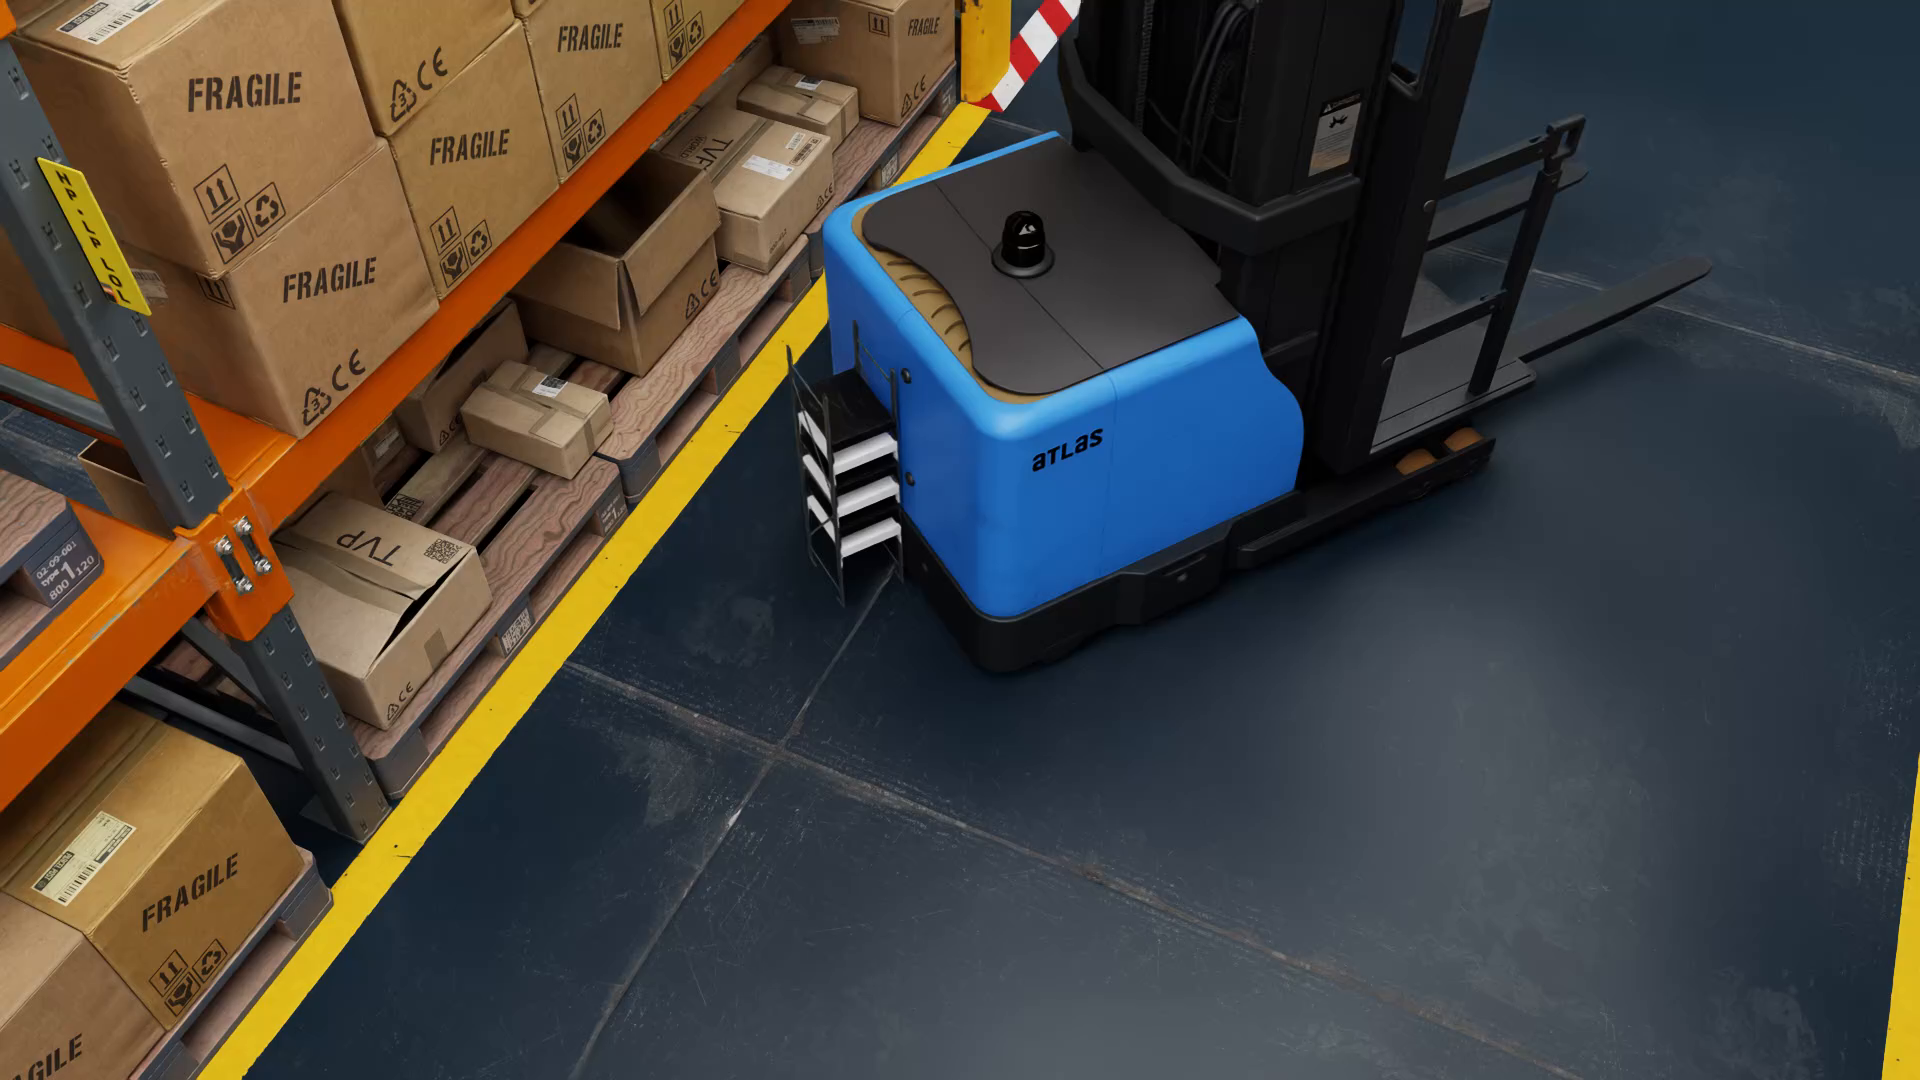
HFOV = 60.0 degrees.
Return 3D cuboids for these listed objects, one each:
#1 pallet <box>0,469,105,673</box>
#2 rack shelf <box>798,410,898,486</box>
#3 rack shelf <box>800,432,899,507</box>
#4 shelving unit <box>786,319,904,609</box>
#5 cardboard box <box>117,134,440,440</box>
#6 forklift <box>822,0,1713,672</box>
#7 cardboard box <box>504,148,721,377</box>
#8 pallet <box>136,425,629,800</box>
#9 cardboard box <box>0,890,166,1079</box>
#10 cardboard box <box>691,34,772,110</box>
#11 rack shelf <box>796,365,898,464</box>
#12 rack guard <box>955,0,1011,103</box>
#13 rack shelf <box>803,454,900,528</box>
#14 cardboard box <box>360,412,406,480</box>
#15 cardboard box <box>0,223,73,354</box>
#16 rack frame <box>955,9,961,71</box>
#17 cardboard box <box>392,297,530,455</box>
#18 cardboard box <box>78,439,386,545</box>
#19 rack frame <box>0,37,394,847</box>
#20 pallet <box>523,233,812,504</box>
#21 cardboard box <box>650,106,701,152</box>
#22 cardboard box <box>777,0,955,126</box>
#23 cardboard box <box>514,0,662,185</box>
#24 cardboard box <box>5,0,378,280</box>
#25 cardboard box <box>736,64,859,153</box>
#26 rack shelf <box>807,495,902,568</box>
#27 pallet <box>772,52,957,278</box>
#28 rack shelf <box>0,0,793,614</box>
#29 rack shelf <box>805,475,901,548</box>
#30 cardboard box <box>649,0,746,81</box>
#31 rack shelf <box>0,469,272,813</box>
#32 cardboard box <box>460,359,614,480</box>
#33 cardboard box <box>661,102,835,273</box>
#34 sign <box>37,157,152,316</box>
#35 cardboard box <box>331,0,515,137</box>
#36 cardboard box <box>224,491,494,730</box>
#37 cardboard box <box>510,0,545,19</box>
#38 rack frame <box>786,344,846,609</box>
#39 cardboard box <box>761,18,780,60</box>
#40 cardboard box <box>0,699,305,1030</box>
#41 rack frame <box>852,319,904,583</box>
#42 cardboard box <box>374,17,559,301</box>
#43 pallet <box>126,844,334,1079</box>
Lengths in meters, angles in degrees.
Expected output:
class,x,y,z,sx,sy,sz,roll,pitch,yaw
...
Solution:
class,x,y,z,sx,sy,sz,roll,pitch,yaw
pallet,-2.490,0.236,3.206,1.003,0.211,1.213,20,52,16
rack shelf,-0.323,-0.295,4.717,0.200,0.077,0.258,-24,54,-19
rack shelf,-0.323,-0.236,4.786,0.200,0.077,0.258,-24,54,-19
shelving unit,-0.323,-0.200,4.829,0.210,0.900,0.258,-24,54,-19
cardboard box,-1.586,-0.636,3.756,0.500,0.500,0.500,21,53,17
forklift,1.137,-1.408,4.523,3.031,2.935,1.130,-24,54,-19
cardboard box,-1.252,-0.970,5.456,0.797,0.503,0.637,20,52,16
pallet,-1.756,0.090,5.035,1.003,0.211,1.213,20,52,16
cardboard box,-2.221,1.097,3.699,0.500,0.500,0.500,20,52,16
cardboard box,-1.044,-1.720,6.261,0.500,0.250,0.500,20,52,16
rack shelf,-0.323,-0.353,4.649,0.200,0.077,0.258,-24,54,-19
rack guard,-0.374,-2.233,6.822,1.175,0.500,0.348,20,52,16
rack shelf,-0.323,-0.178,4.854,0.200,0.077,0.258,-24,54,-19
cardboard box,-1.957,-0.322,5.138,0.380,0.149,0.250,20,52,16
cardboard box,-2.068,-0.801,3.896,0.500,0.500,0.500,21,53,17
rack frame,-0.341,-3.095,5.914,1.000,3.000,0.127,20,52,16
cardboard box,-1.743,-0.613,5.279,0.500,0.311,0.500,20,52,16
cardboard box,-2.063,-0.158,4.767,0.500,0.500,0.500,20,52,16
rack frame,-2.050,-0.341,3.571,1.000,3.000,0.127,20,52,16
pallet,-1.236,-0.753,5.752,1.003,0.211,1.213,20,52,16
cardboard box,-1.257,-1.376,5.968,0.500,0.250,0.500,20,52,16
cardboard box,-0.351,-1.973,6.312,0.500,0.500,0.500,20,52,16
cardboard box,-1.154,-1.333,4.349,0.500,0.500,0.500,20,52,16
cardboard box,-1.594,-0.930,3.350,0.500,0.500,0.500,21,53,17
cardboard box,-0.605,-1.616,6.227,0.380,0.166,0.250,20,52,16
rack shelf,-0.323,-0.061,4.992,0.200,0.077,0.258,-24,54,-19
pallet,-0.713,-1.590,6.465,1.003,0.211,1.213,20,52,16
rack shelf,-1.196,-1.485,5.016,1.077,0.370,4.000,20,52,16
rack shelf,-0.323,-0.120,4.923,0.200,0.077,0.258,-24,54,-19
cardboard box,-0.938,-1.684,4.647,0.500,0.500,0.500,19,52,16
rack shelf,-2.904,1.269,2.673,1.077,0.370,4.000,20,52,16
cardboard box,-1.315,-0.383,5.178,0.380,0.166,0.250,20,52,16
cardboard box,-0.784,-1.248,5.859,0.500,0.250,0.500,20,52,16
sign,-1.547,-0.538,2.978,0.100,0.325,0.005,20,52,16
cardboard box,-1.374,-1.286,3.652,0.500,0.500,0.500,18,52,15
cardboard box,-1.675,0.169,4.613,0.500,0.311,0.500,20,52,16
cardboard box,-1.154,-1.640,3.953,0.500,0.500,0.500,18,52,15
rack frame,-0.411,-0.161,4.796,0.006,0.900,0.240,-24,54,-19
cardboard box,-0.938,-1.971,6.529,0.380,0.166,0.250,20,52,16
cardboard box,-2.002,0.760,3.987,0.500,0.500,0.500,20,52,16
rack frame,-0.235,-0.238,4.862,0.006,0.900,0.240,-24,54,-19
cardboard box,-1.370,-0.989,4.057,0.500,0.500,0.500,21,53,17
pallet,-2.363,1.135,4.146,1.003,0.211,1.213,20,52,16
